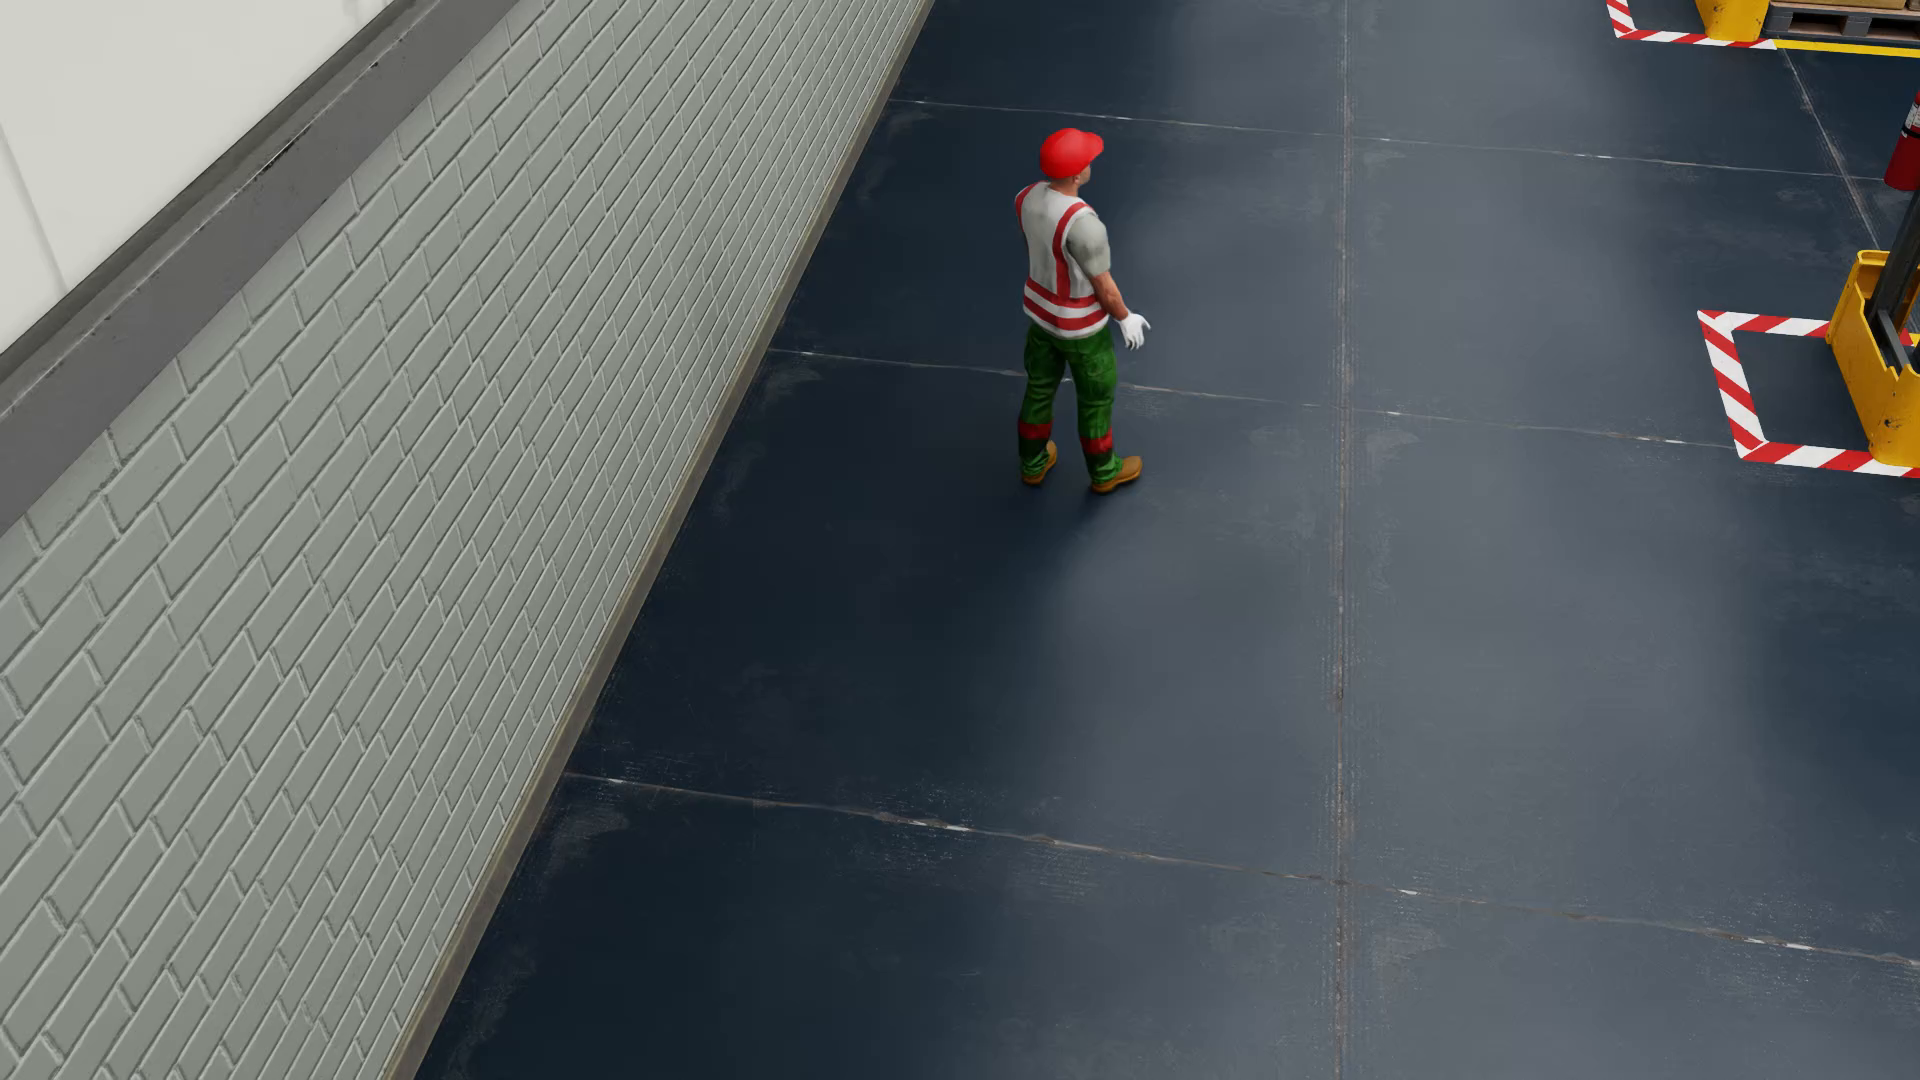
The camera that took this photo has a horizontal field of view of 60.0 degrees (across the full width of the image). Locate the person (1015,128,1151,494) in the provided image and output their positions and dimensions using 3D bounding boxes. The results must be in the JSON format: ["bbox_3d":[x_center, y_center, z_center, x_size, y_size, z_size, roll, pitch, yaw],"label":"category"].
[{"bbox_3d":[0.547,-1.008,7.310,0.543,1.793,0.590,-26,47,-28],"label":"person"}]
